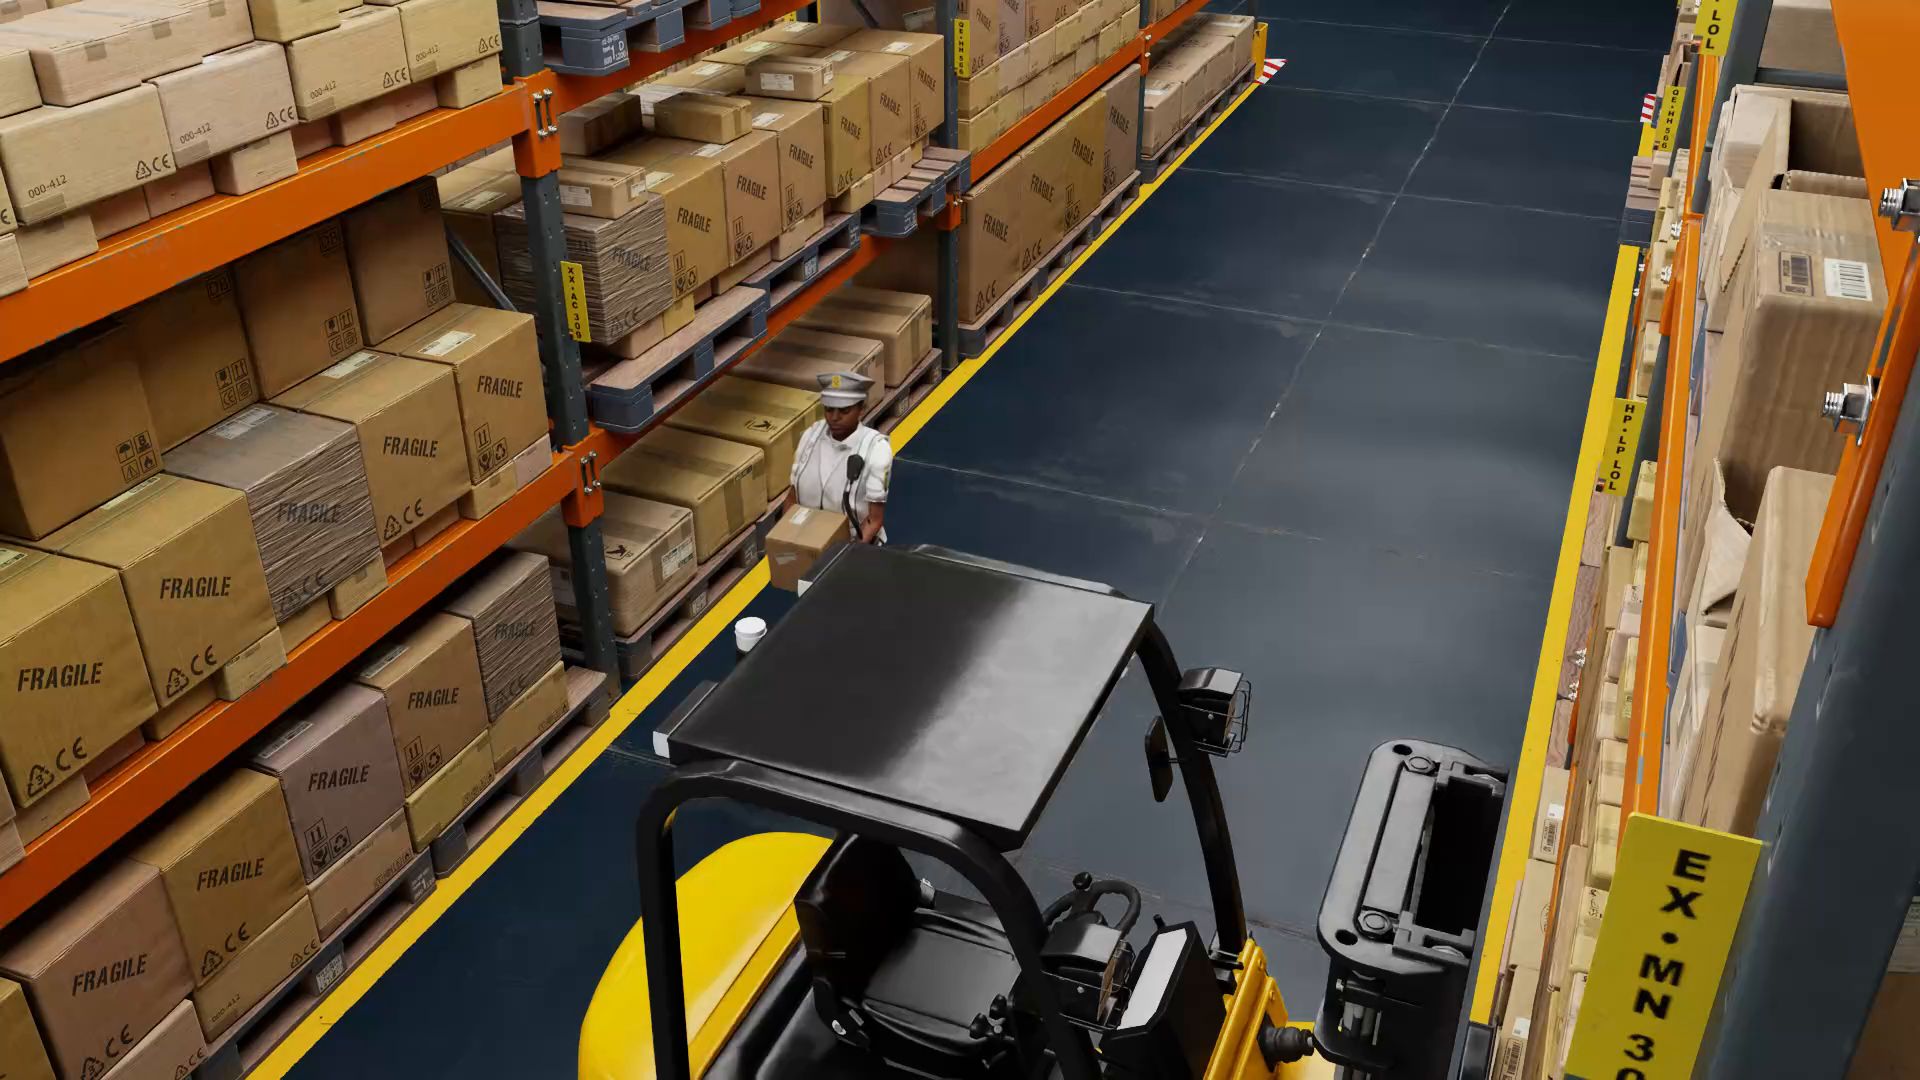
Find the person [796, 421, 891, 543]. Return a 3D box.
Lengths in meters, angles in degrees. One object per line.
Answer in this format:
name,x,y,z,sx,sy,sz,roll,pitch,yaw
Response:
person,-0.502,0.140,7.061,0.391,1.346,0.327,12,32,20
